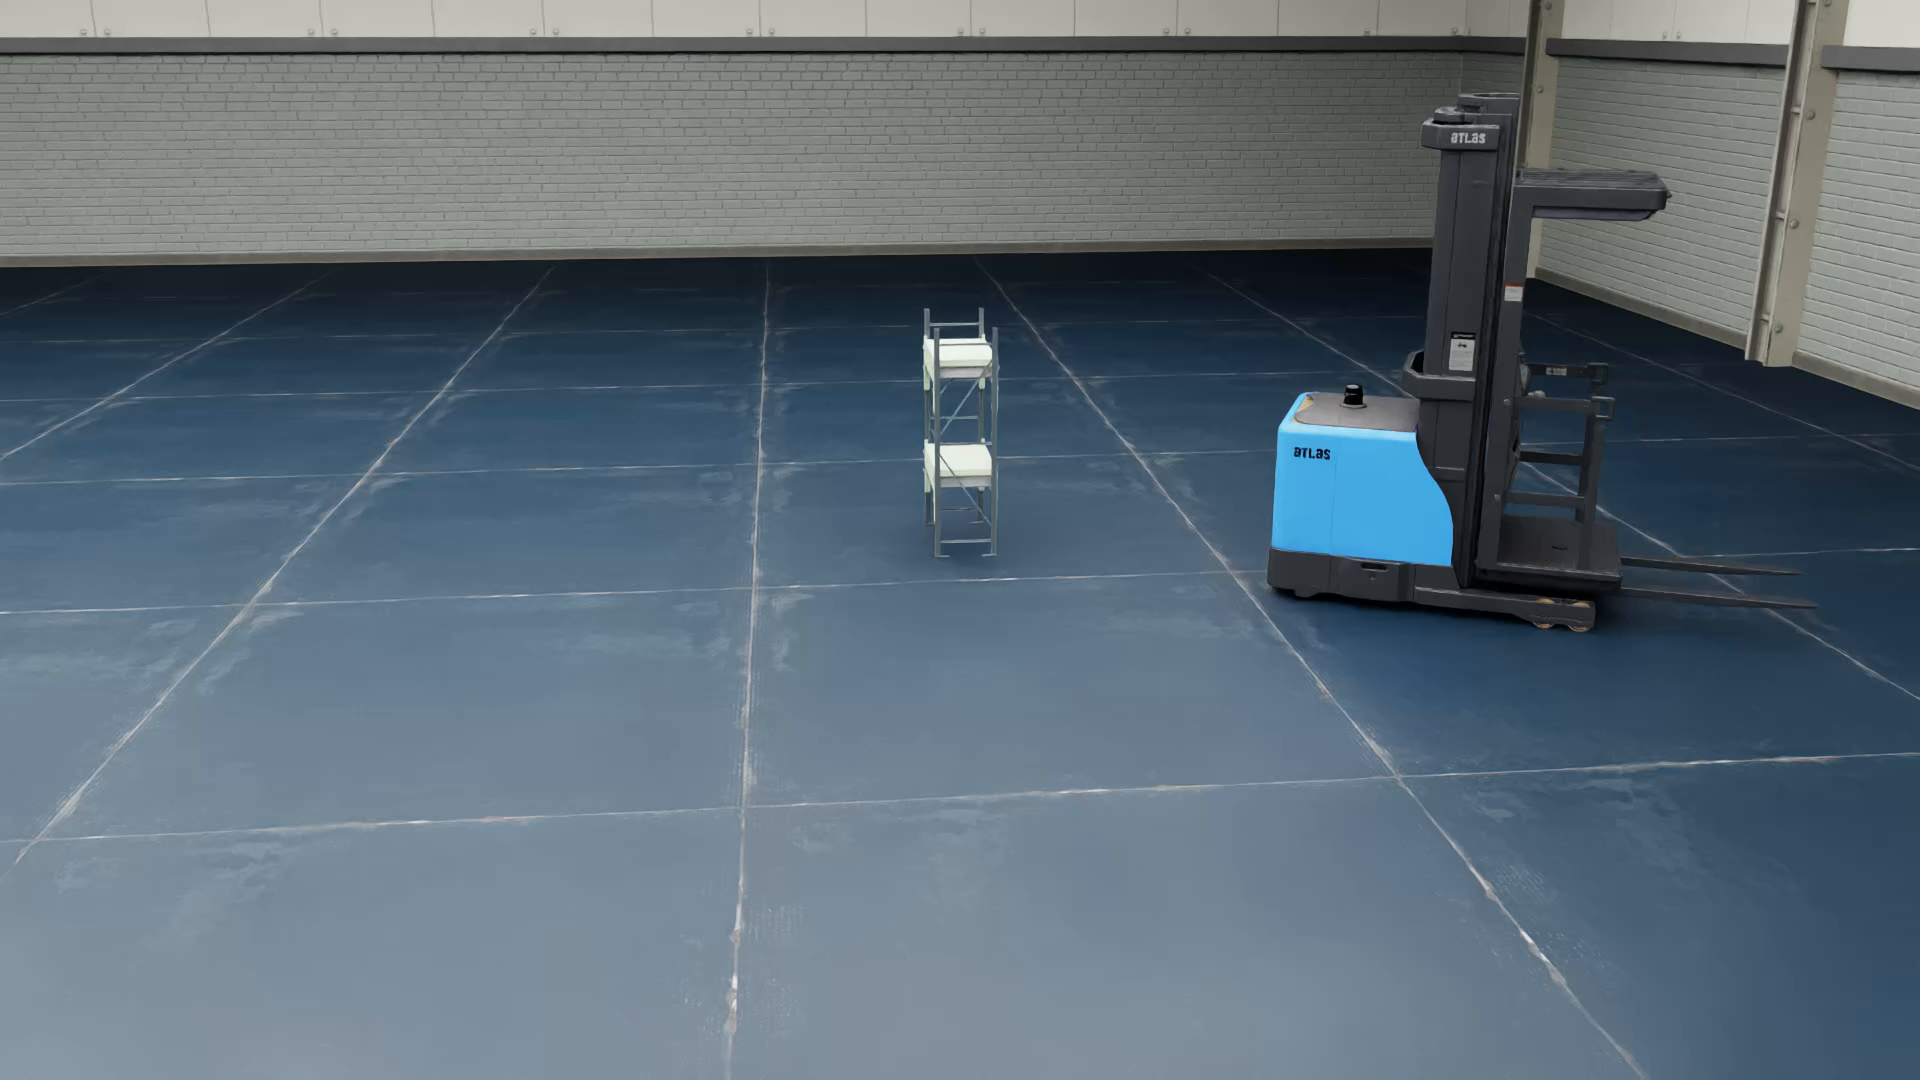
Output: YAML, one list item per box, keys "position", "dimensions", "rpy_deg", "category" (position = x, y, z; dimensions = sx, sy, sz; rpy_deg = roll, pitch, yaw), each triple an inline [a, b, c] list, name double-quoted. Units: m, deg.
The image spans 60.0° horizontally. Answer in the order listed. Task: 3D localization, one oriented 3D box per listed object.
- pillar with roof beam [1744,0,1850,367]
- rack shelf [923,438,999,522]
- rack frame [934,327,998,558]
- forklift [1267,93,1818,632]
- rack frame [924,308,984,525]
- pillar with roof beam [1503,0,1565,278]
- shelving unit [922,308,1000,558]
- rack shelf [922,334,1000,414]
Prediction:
- position: [3.957, -5.968, 15.163]
  dimensions: [9.100, 9.000, 0.400]
  rpy_deg: [-2, 18, -6]
  category: "pillar with roof beam"
- position: [-0.001, -0.407, 11.056]
  dimensions: [0.431, 0.370, 0.720]
  rpy_deg: [-2, 18, -6]
  category: "rack shelf"
- position: [0.037, -0.609, 10.611]
  dimensions: [0.400, 1.500, 0.023]
  rpy_deg: [-2, 18, -6]
  category: "rack frame"
- position: [3.441, -1.052, 9.635]
  dimensions: [3.031, 2.935, 1.130]
  rpy_deg: [6, 18, 18]
  category: "forklift"
- position: [-0.038, -0.827, 11.306]
  dimensions: [0.400, 1.500, 0.023]
  rpy_deg: [-2, 18, -6]
  category: "rack frame"
- position: [3.338, -7.756, 20.857]
  dimensions: [9.100, 9.000, 0.400]
  rpy_deg: [-2, 18, -6]
  category: "pillar with roof beam"
- position: [-0.001, -0.718, 10.959]
  dimensions: [0.431, 1.500, 0.755]
  rpy_deg: [-2, 18, -6]
  category: "shelving unit"
- position: [-0.001, -1.090, 10.842]
  dimensions: [0.431, 0.370, 0.720]
  rpy_deg: [-2, 18, -6]
  category: "rack shelf"
